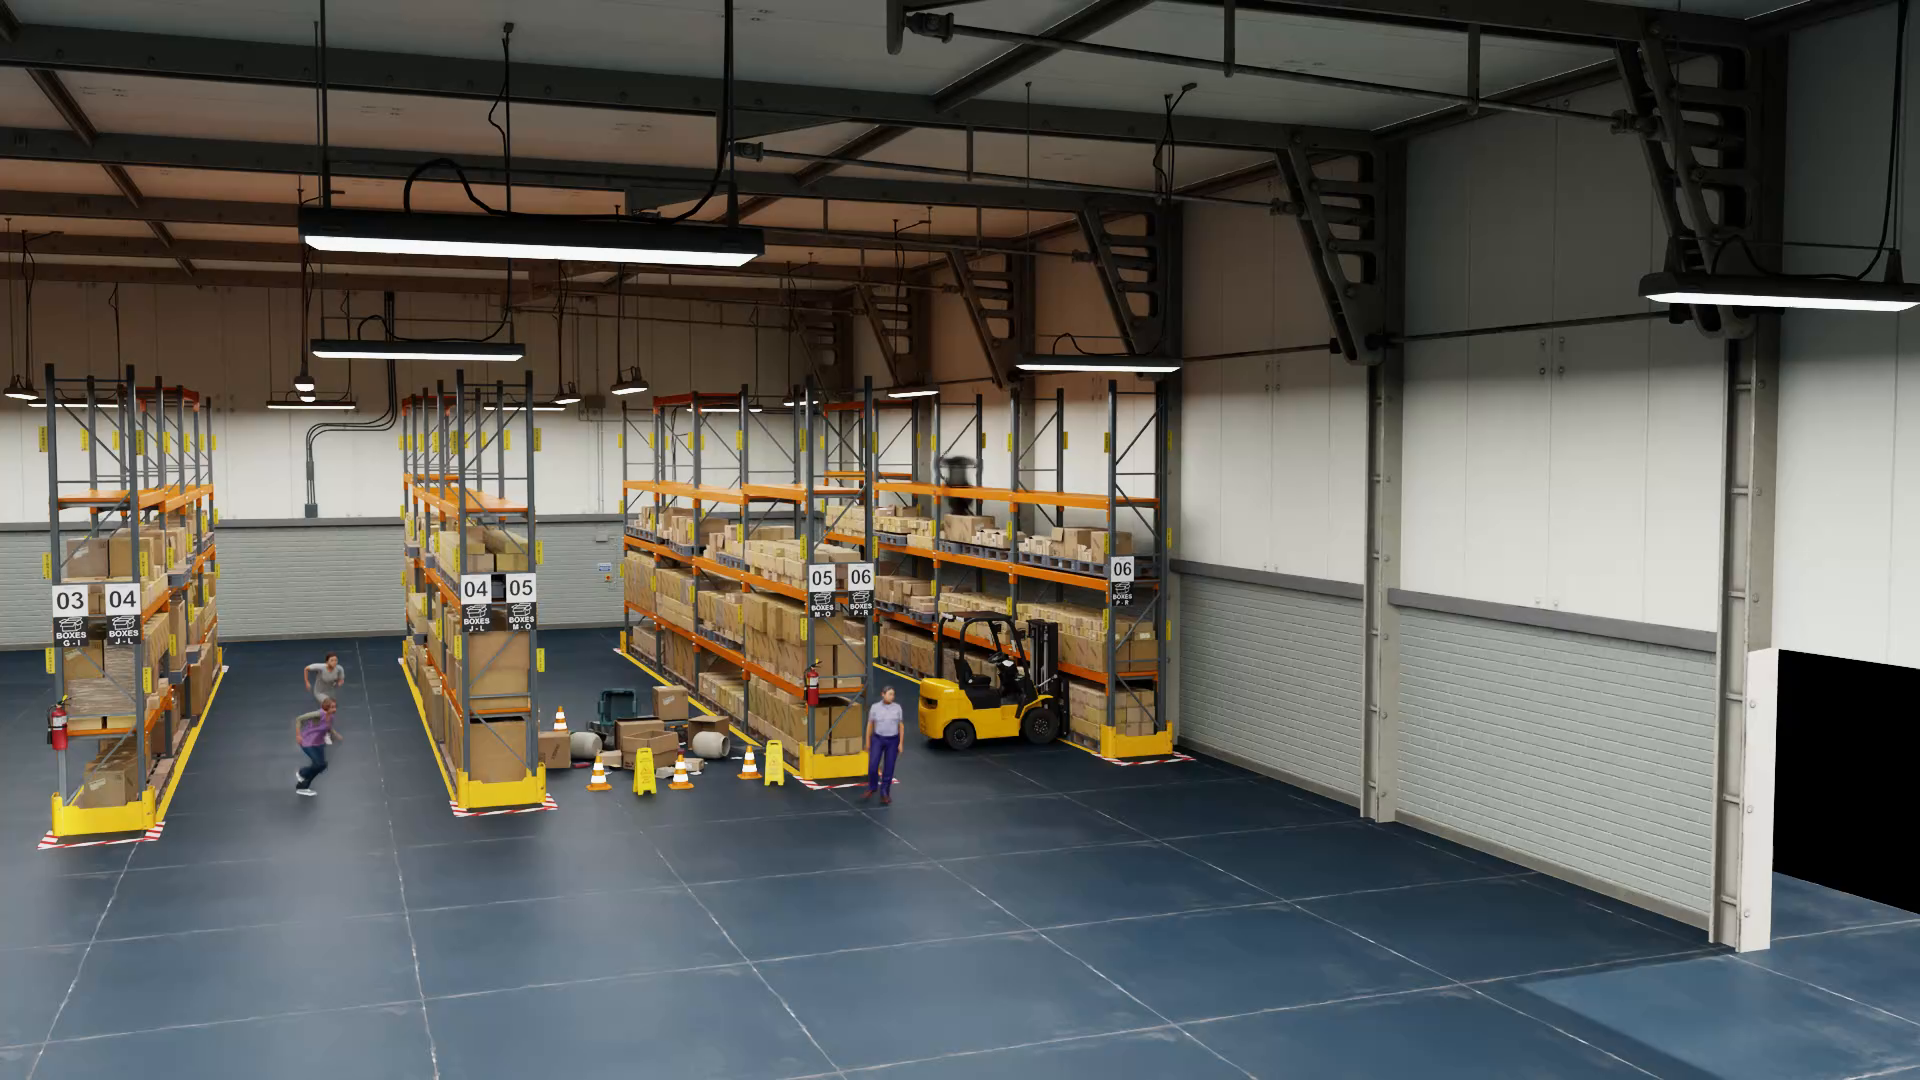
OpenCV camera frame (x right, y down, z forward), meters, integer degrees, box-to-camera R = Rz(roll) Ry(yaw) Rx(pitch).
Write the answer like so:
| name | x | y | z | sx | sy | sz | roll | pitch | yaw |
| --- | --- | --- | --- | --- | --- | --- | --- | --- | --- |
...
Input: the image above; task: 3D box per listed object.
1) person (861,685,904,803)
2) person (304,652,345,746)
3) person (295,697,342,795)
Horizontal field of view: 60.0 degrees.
| name | x | y | z | sx | sy | sz | roll | pitch | yaw |
| --- | --- | --- | --- | --- | --- | --- | --- | --- | --- |
| person | -1.076 | 2.825 | 23.081 | 0.583 | 1.638 | 0.441 | -1 | 3 | -15 |
| person | -10.581 | 2.625 | 27.638 | 0.611 | 1.590 | 0.946 | -3 | 4 | -41 |
| person | -9.086 | 2.924 | 23.445 | 0.754 | 1.426 | 0.570 | 1 | 4 | 21 |
